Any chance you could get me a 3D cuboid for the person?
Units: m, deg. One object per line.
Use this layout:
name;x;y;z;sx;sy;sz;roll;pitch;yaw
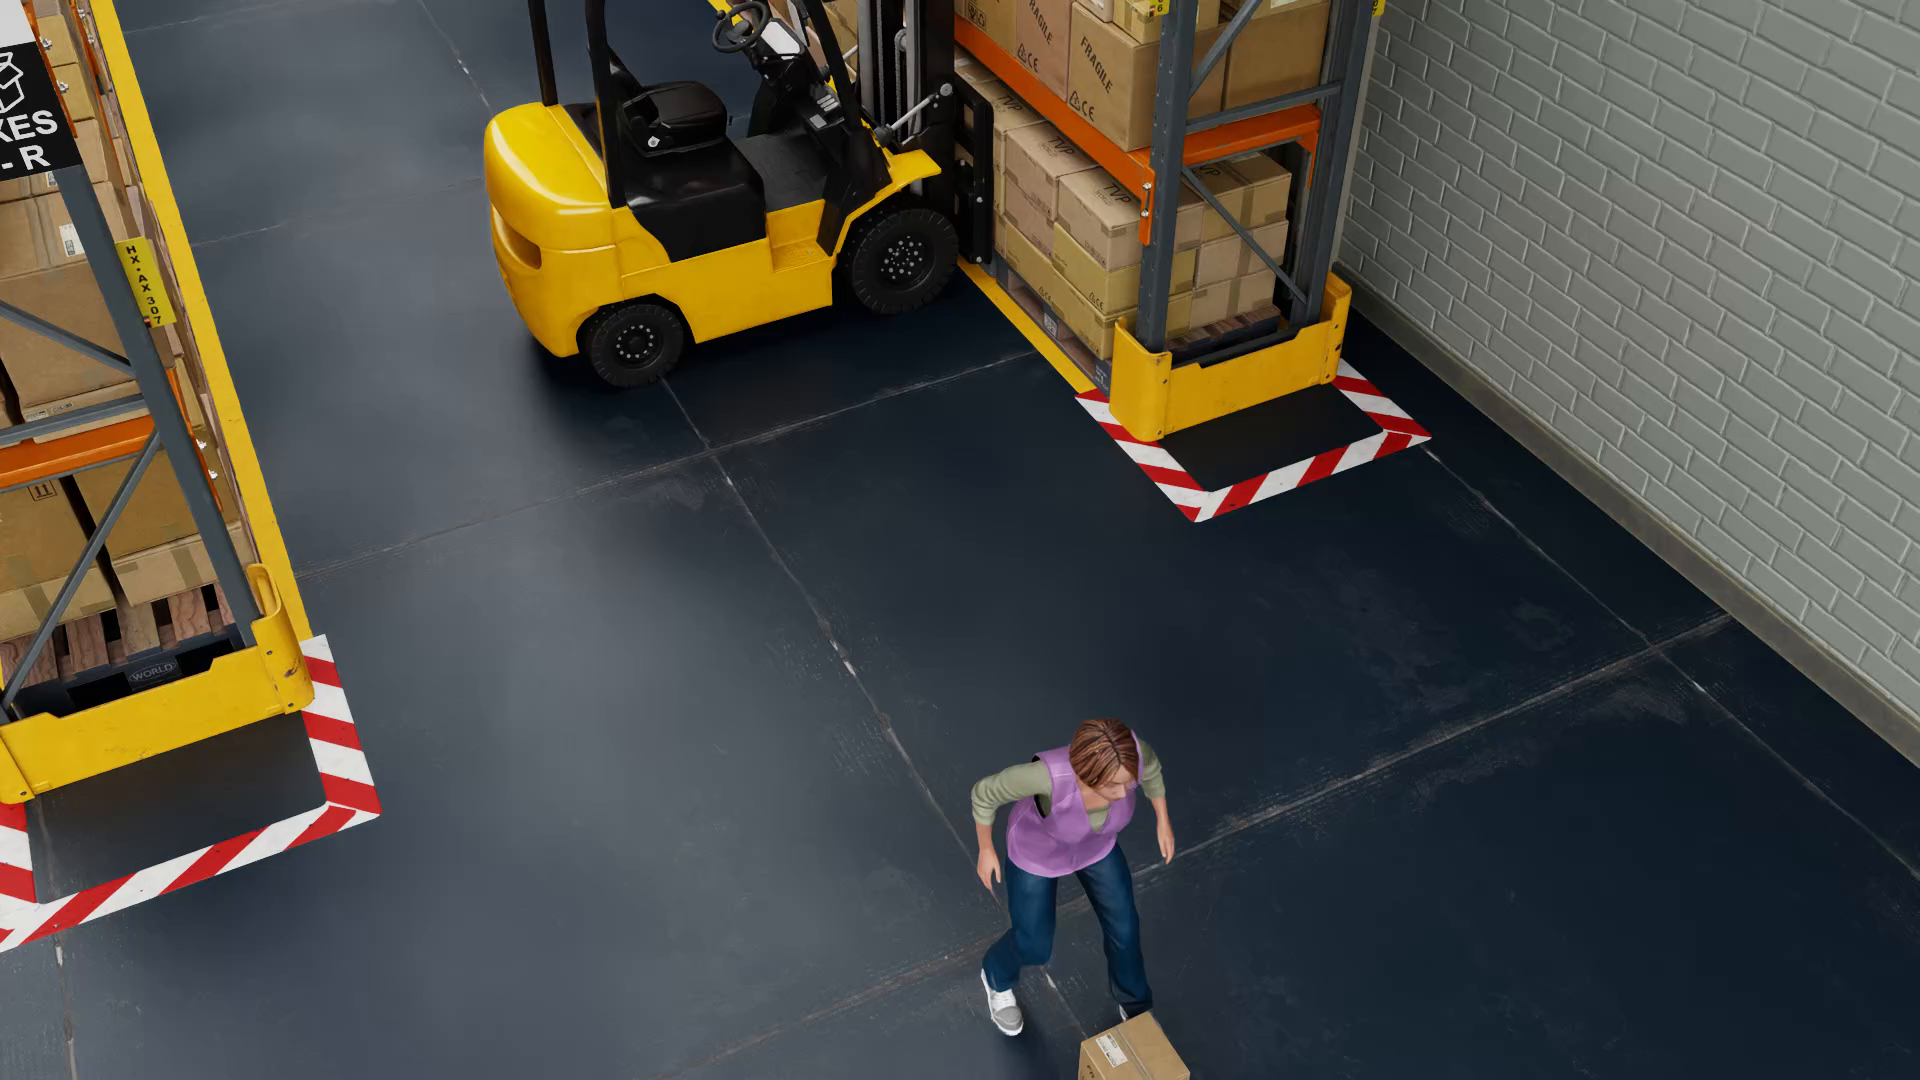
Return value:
person;0.383;1.035;5.084;0.611;1.536;0.586;-15;44;-16
